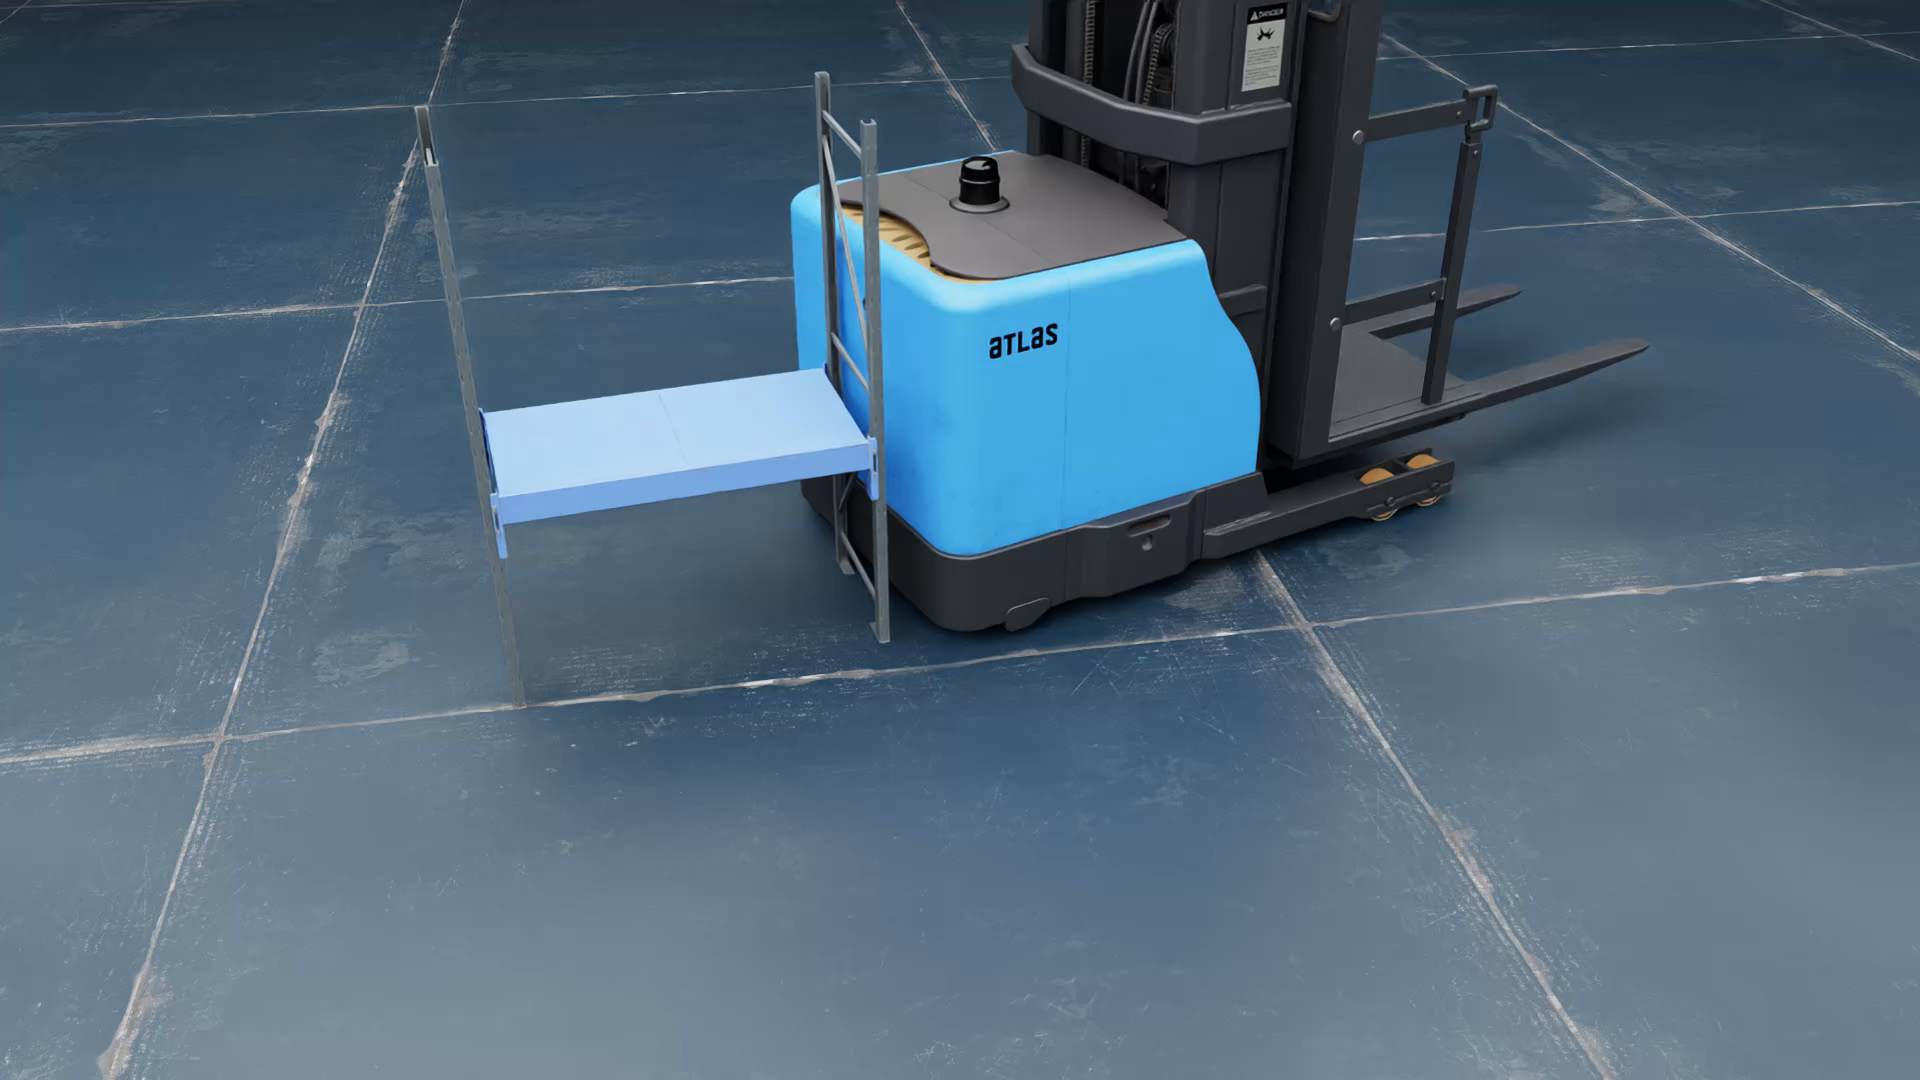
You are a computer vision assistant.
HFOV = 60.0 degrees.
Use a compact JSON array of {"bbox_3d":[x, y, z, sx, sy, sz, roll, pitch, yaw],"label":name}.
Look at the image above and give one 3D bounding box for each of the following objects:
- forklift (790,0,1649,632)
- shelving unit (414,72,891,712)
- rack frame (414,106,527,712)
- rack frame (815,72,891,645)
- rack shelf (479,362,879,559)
[{"bbox_3d":[1.020,-1.539,4.976,3.031,2.935,1.130,-16,34,-26],"label":"forklift"},{"bbox_3d":[-0.775,-0.389,4.432,1.048,1.500,0.538,-9,32,-16],"label":"shelving unit"},{"bbox_3d":[-1.257,-0.308,4.295,0.032,1.500,0.500,-9,32,-16],"label":"rack frame"},{"bbox_3d":[-0.292,-0.470,4.569,0.032,1.500,0.500,-9,32,-16],"label":"rack frame"},{"bbox_3d":[-0.775,-0.234,4.523,1.000,0.185,0.538,-9,32,-16],"label":"rack shelf"}]
